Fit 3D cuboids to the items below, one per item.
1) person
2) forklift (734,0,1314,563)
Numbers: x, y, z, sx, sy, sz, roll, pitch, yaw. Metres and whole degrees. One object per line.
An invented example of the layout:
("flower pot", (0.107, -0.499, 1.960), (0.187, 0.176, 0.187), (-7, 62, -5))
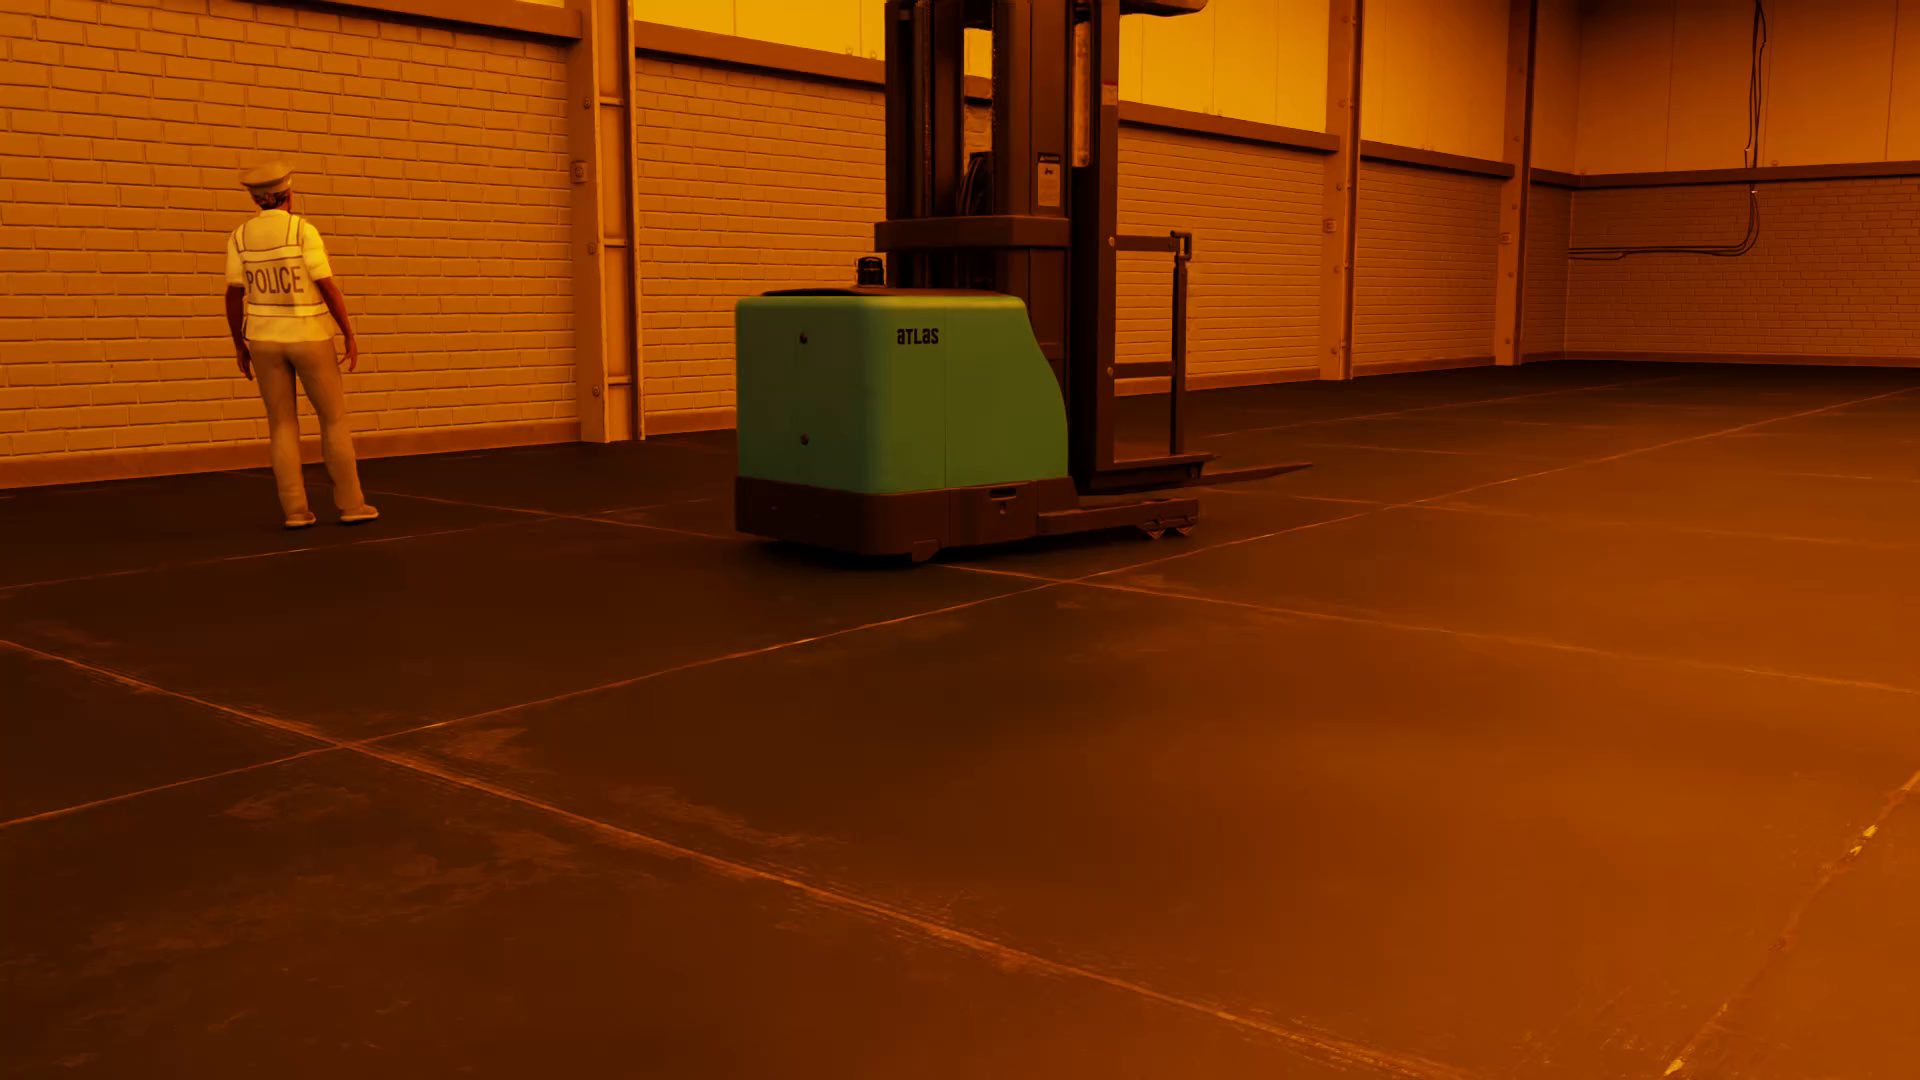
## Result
("person", (-3.091, -0.911, 7.765), (0.564, 1.697, 0.525), (0, 8, -2))
("forklift", (0.464, -1.513, 7.622), (3.031, 2.935, 1.130), (-7, 11, -41))
